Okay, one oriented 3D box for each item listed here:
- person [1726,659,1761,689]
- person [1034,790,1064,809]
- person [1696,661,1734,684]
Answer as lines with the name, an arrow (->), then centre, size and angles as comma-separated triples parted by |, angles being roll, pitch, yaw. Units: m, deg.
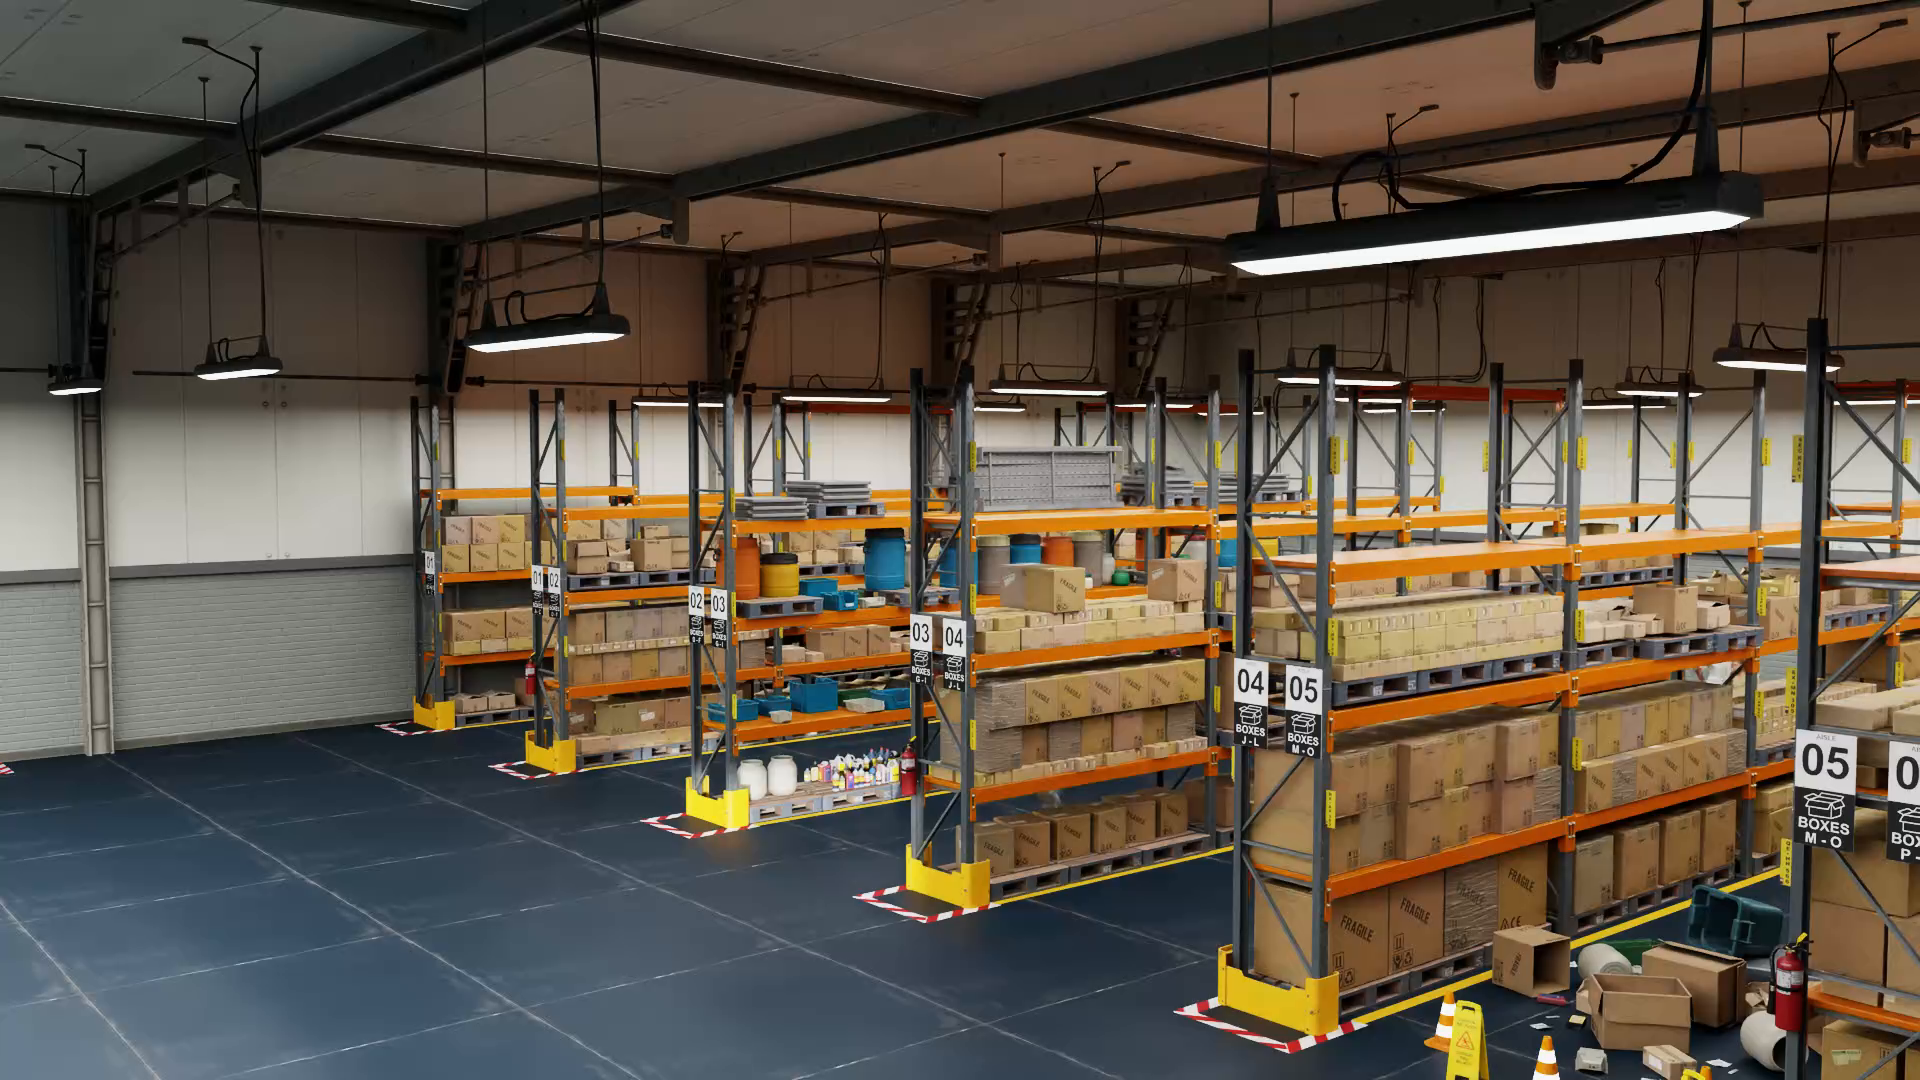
person -> 12.988, 2.756, 27.507 | 0.721, 1.560, 0.679 | 2, 4, 34
person -> 1.121, 2.971, 22.291 | 0.794, 1.726, 0.759 | -3, 4, -37
person -> 13.339, 2.584, 29.233 | 0.742, 1.737, 0.699 | -1, 4, -16
